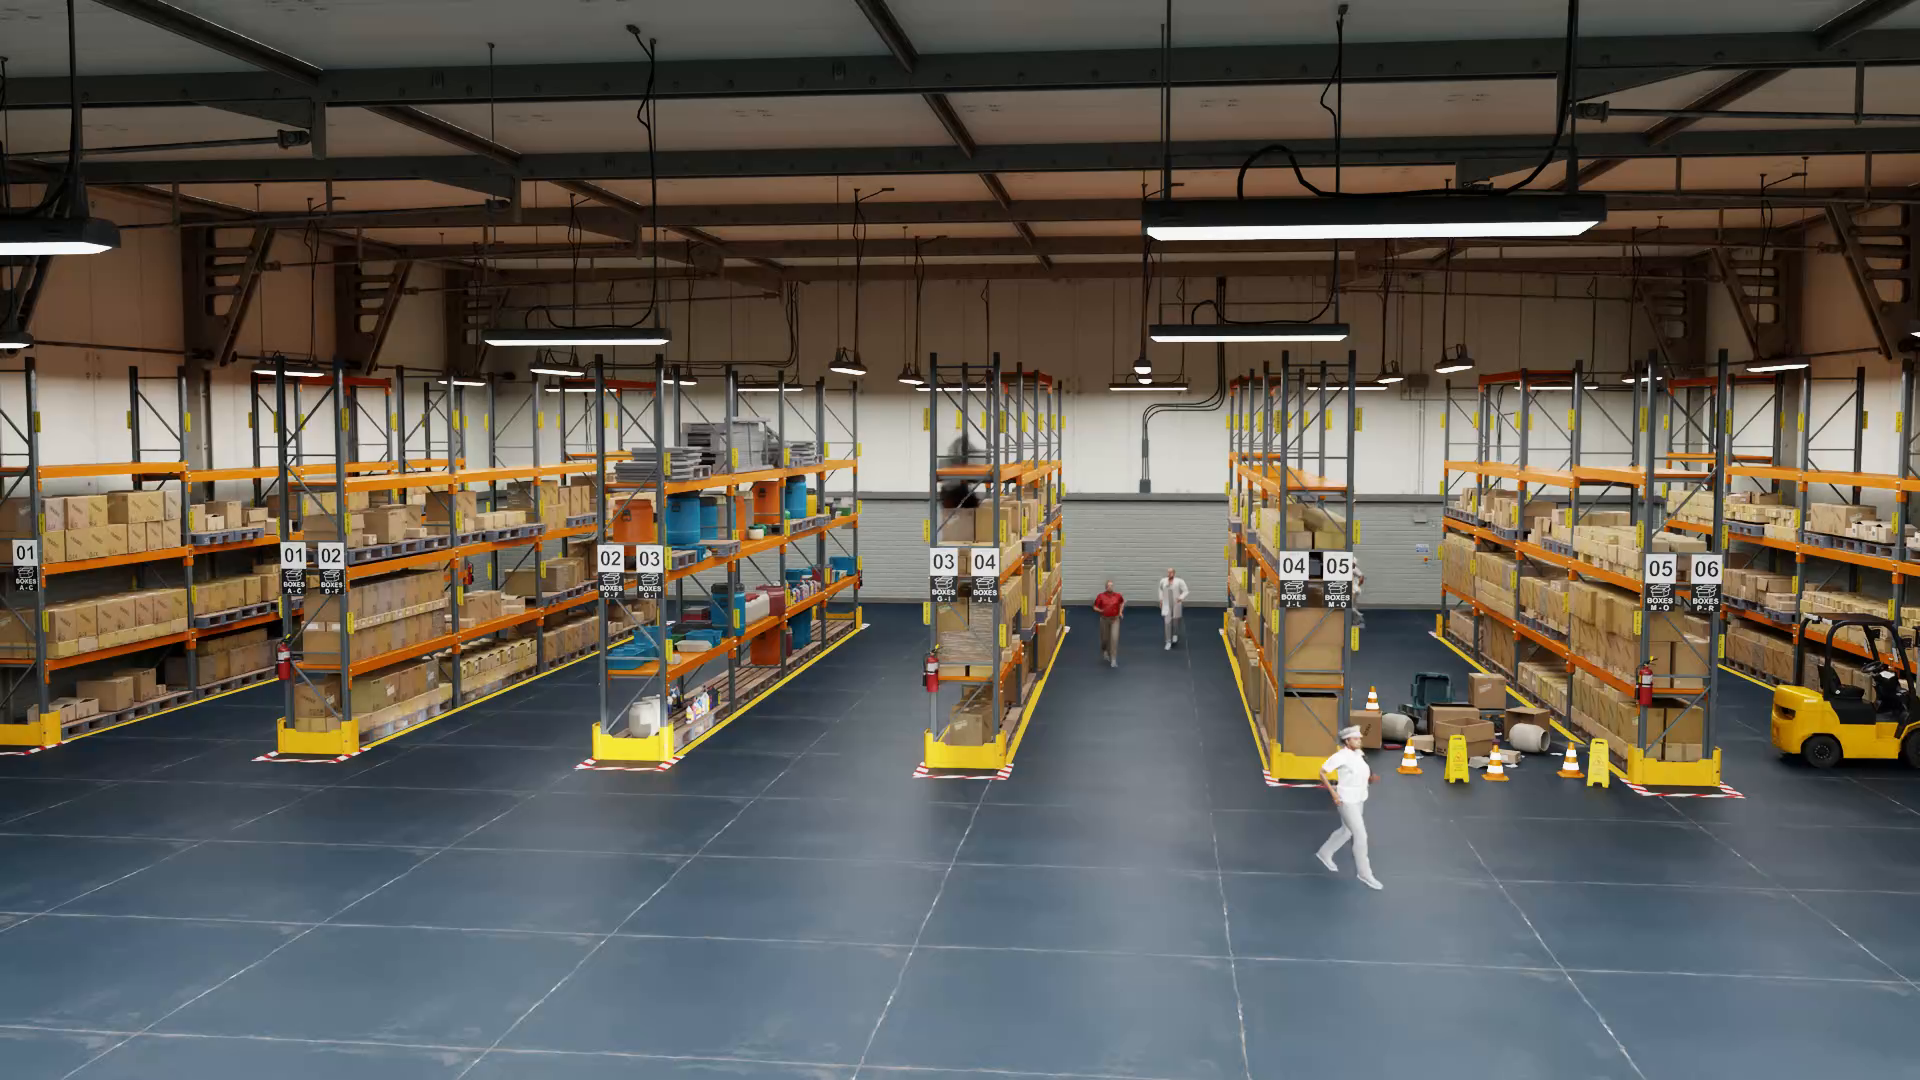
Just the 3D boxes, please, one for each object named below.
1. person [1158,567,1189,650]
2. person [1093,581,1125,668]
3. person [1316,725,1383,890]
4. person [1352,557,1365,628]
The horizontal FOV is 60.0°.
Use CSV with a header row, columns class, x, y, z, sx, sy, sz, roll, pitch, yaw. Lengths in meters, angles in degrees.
class,x,y,z,sx,sy,sz,roll,pitch,yaw
person,4.742,1.506,36.983,0.706,1.818,0.917,1,4,17
person,3.081,1.709,34.284,0.664,1.725,0.971,0,4,0
person,4.242,2.860,18.101,0.885,1.721,0.562,4,6,43
person,9.475,1.277,40.313,0.700,1.729,0.708,1,4,11
